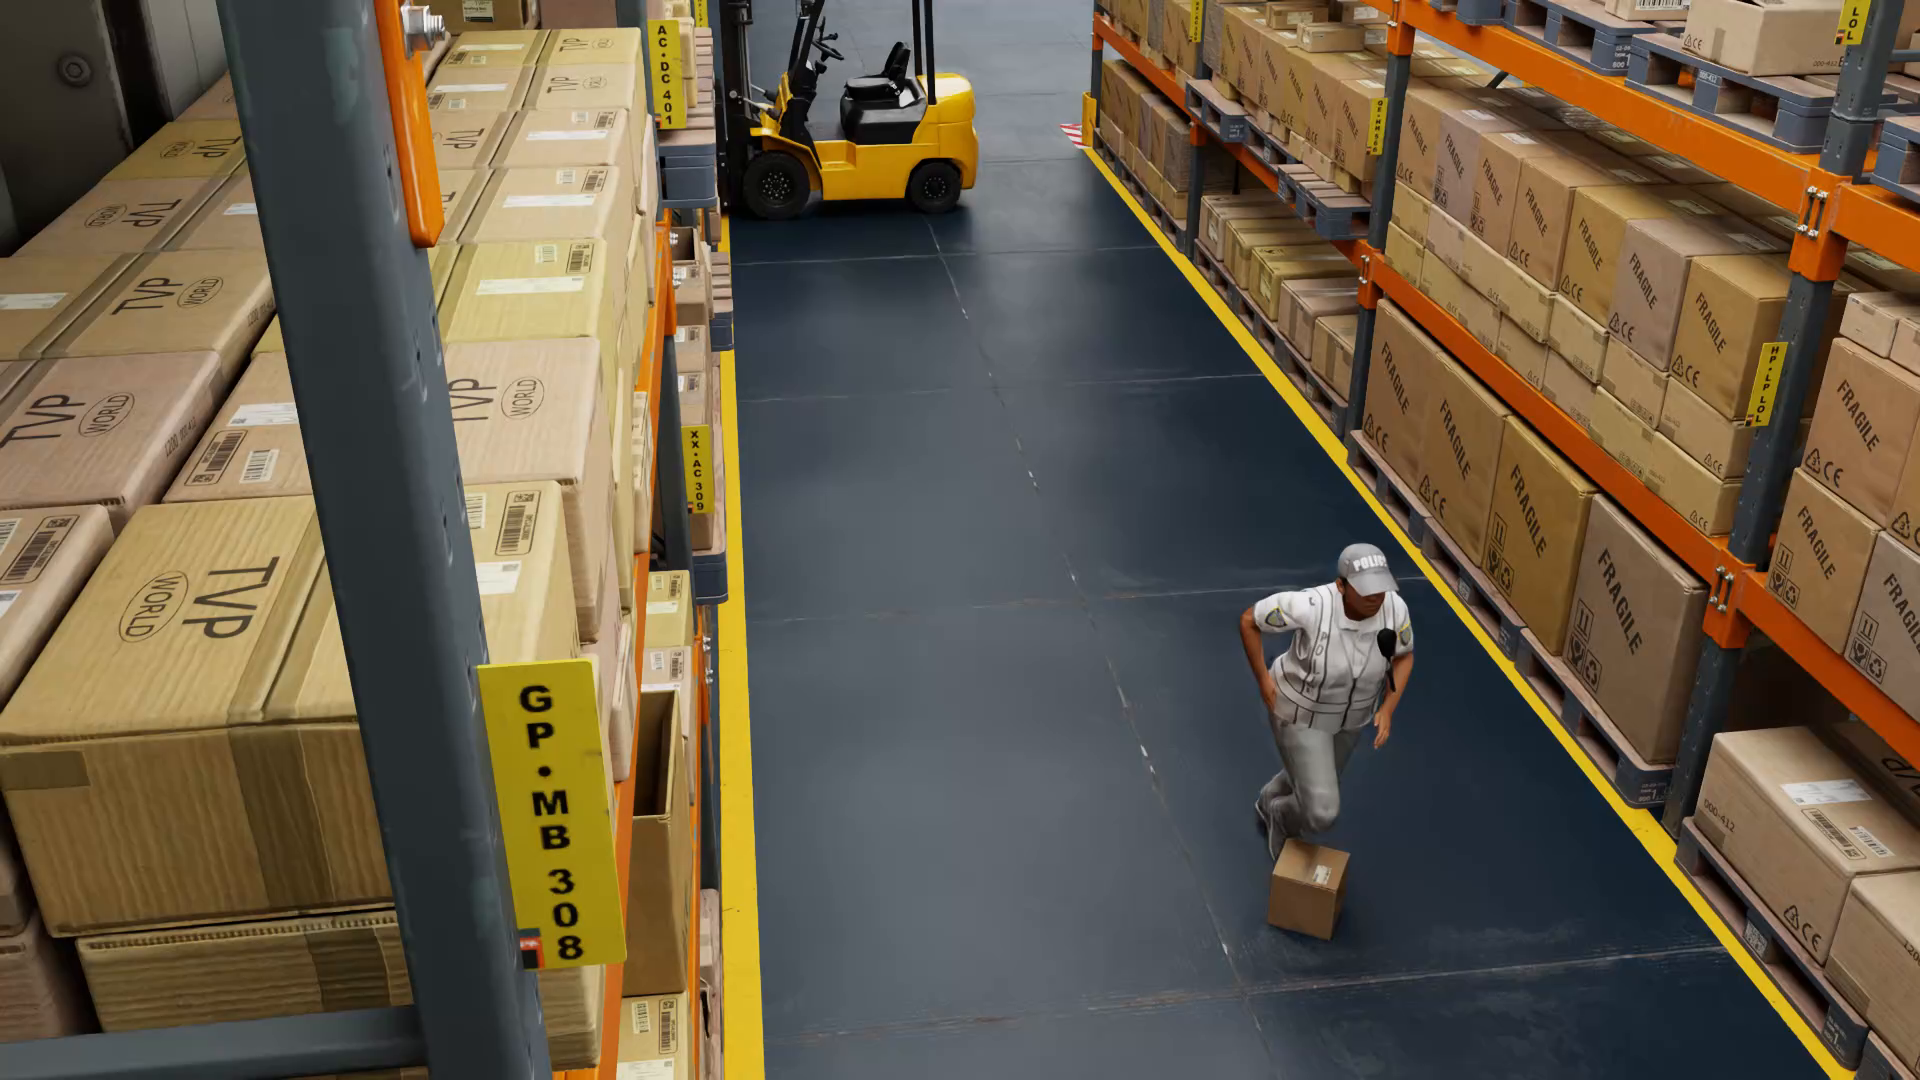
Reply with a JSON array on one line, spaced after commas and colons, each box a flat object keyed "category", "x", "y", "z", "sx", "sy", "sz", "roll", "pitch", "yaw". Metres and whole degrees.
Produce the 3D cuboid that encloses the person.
[{"category": "person", "x": 1.377, "y": 0.641, "z": 6.438, "sx": 0.622, "sy": 1.576, "sz": 0.765, "roll": -9, "pitch": 29, "yaw": -16}]
